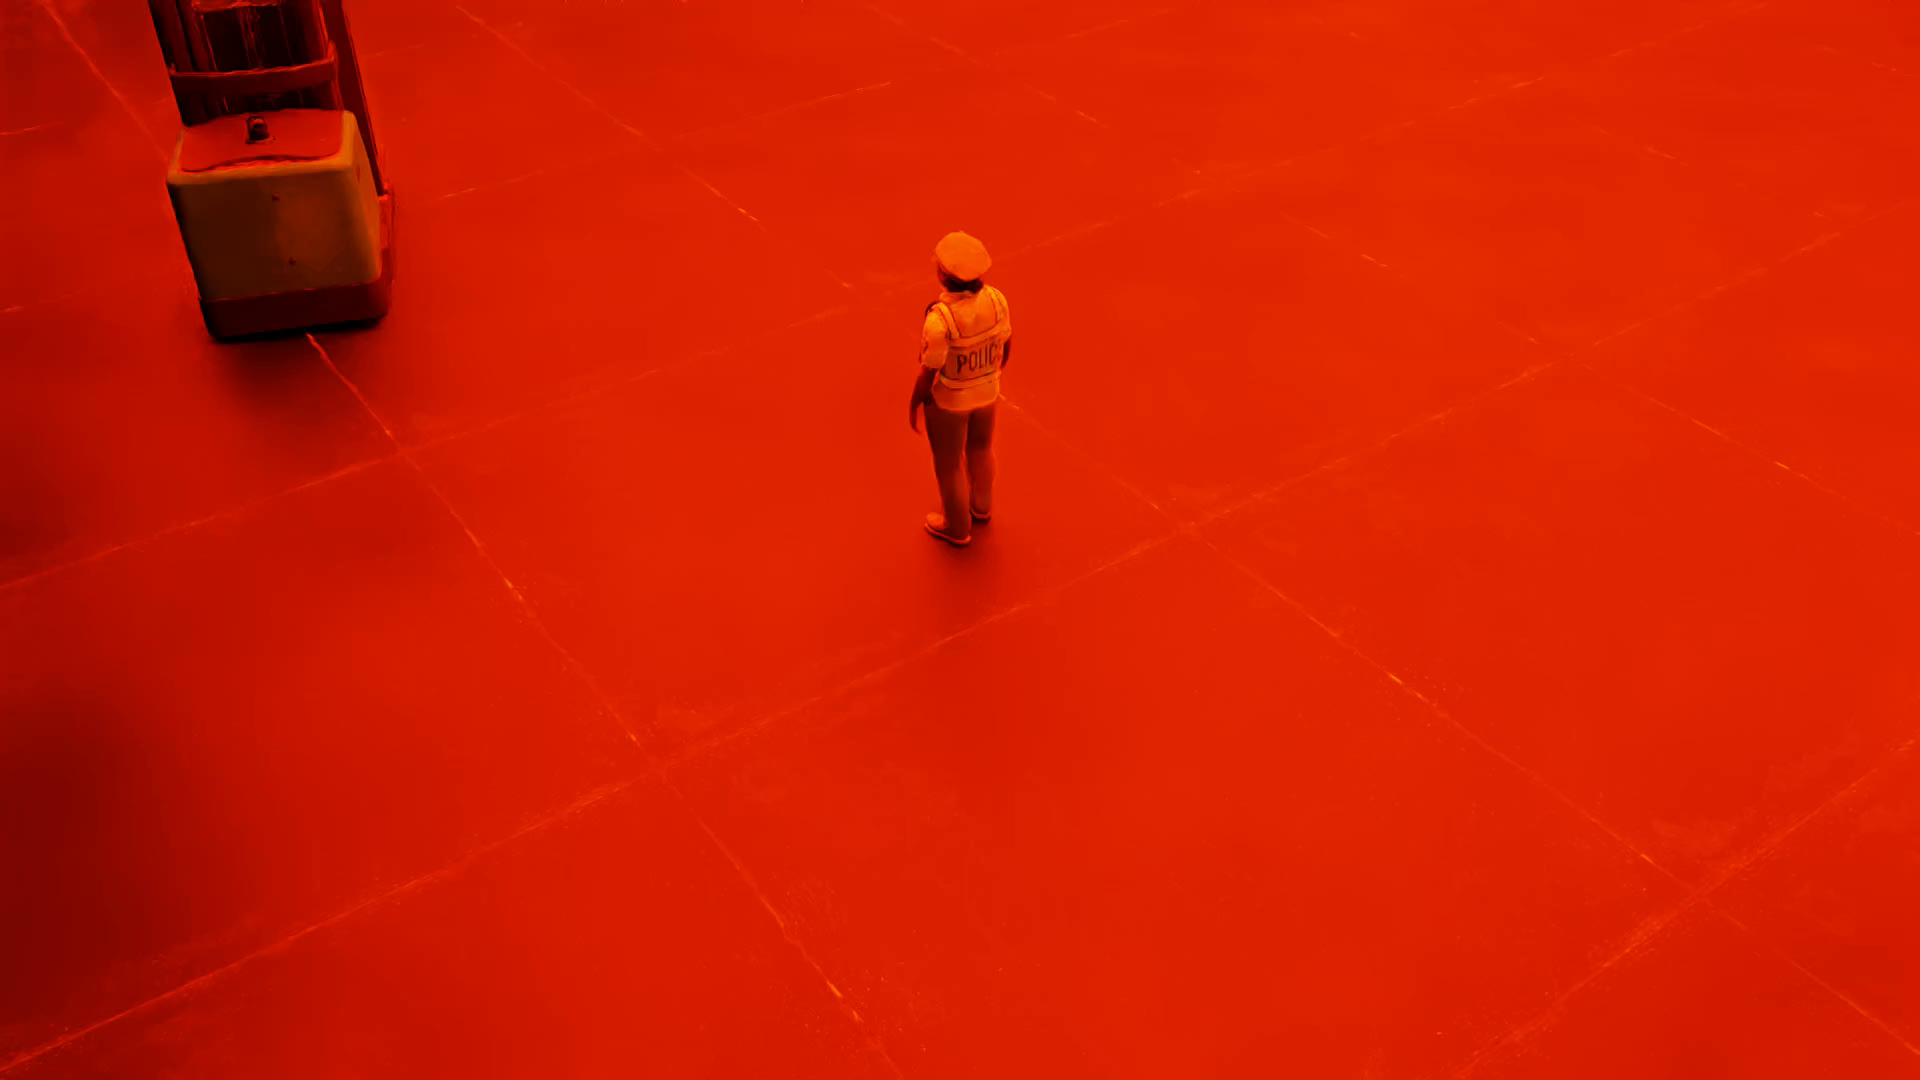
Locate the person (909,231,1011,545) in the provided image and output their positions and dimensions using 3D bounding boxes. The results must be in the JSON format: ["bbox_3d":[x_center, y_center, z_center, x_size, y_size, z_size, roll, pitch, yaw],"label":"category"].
[{"bbox_3d":[-0.027,-0.731,7.960,0.570,1.695,0.529,-23,42,-28],"label":"person"}]

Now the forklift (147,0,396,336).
[{"bbox_3d":[-4.387,-3.271,10.369,1.130,2.935,3.031,-9,37,-12],"label":"forklift"}]
